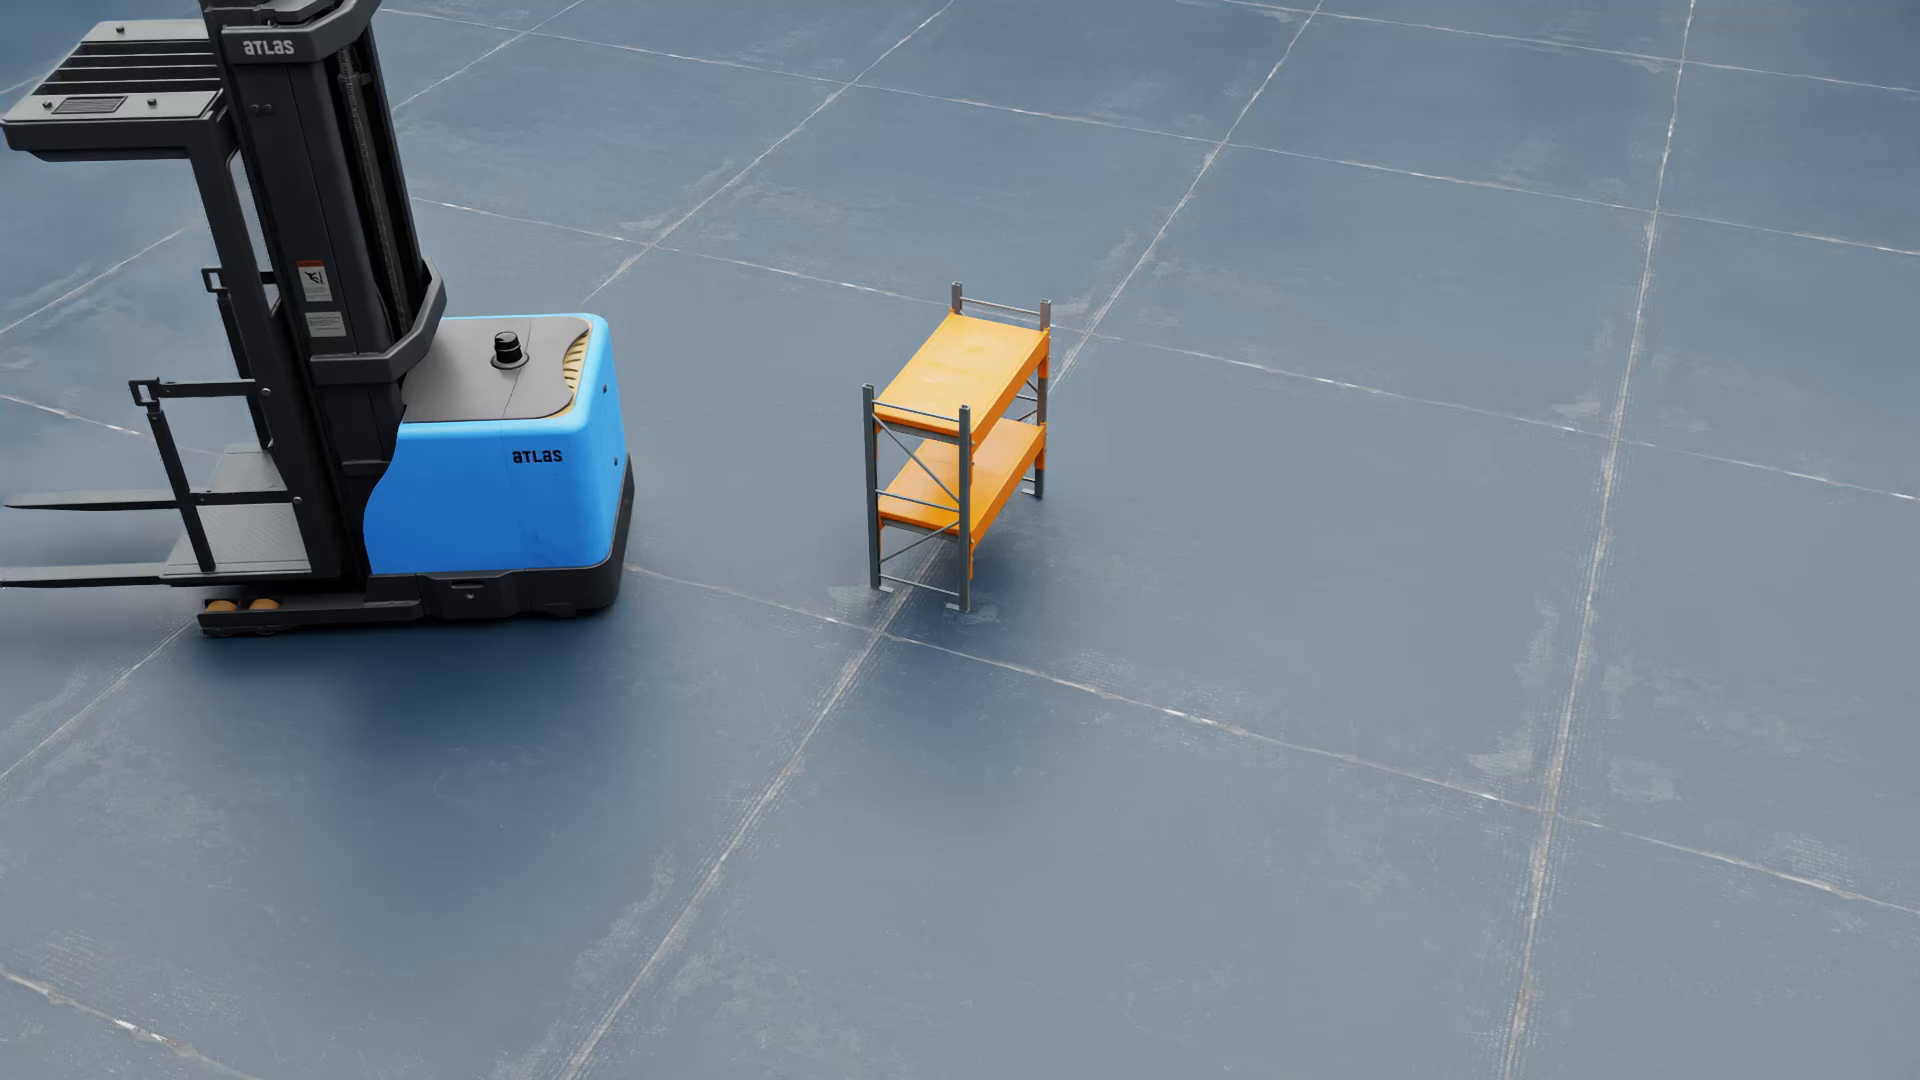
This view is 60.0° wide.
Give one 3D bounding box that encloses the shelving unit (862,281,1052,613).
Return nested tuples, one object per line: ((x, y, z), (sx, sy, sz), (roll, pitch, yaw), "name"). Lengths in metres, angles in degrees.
((0.003, -0.454, 7.918), (0.538, 1.125, 1.048), (14, 39, 18), "shelving unit")

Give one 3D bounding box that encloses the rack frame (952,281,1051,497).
((0.196, -0.736, 8.295), (0.500, 1.125, 0.032), (14, 39, 18), "rack frame")

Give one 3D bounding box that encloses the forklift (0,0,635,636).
((-3.141, -1.058, 7.218), (3.031, 2.935, 1.130), (-2, 37, -3), "forklift")

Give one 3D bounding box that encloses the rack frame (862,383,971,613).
((-0.191, -0.173, 7.542), (0.500, 1.125, 0.032), (14, 39, 18), "rack frame")

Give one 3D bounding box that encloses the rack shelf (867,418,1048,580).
((0.003, -0.258, 8.065), (0.538, 0.278, 1.000), (14, 39, 18), "rack shelf")

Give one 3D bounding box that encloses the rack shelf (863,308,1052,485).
((0.003, -0.689, 7.743), (0.538, 0.278, 1.000), (14, 39, 18), "rack shelf")
